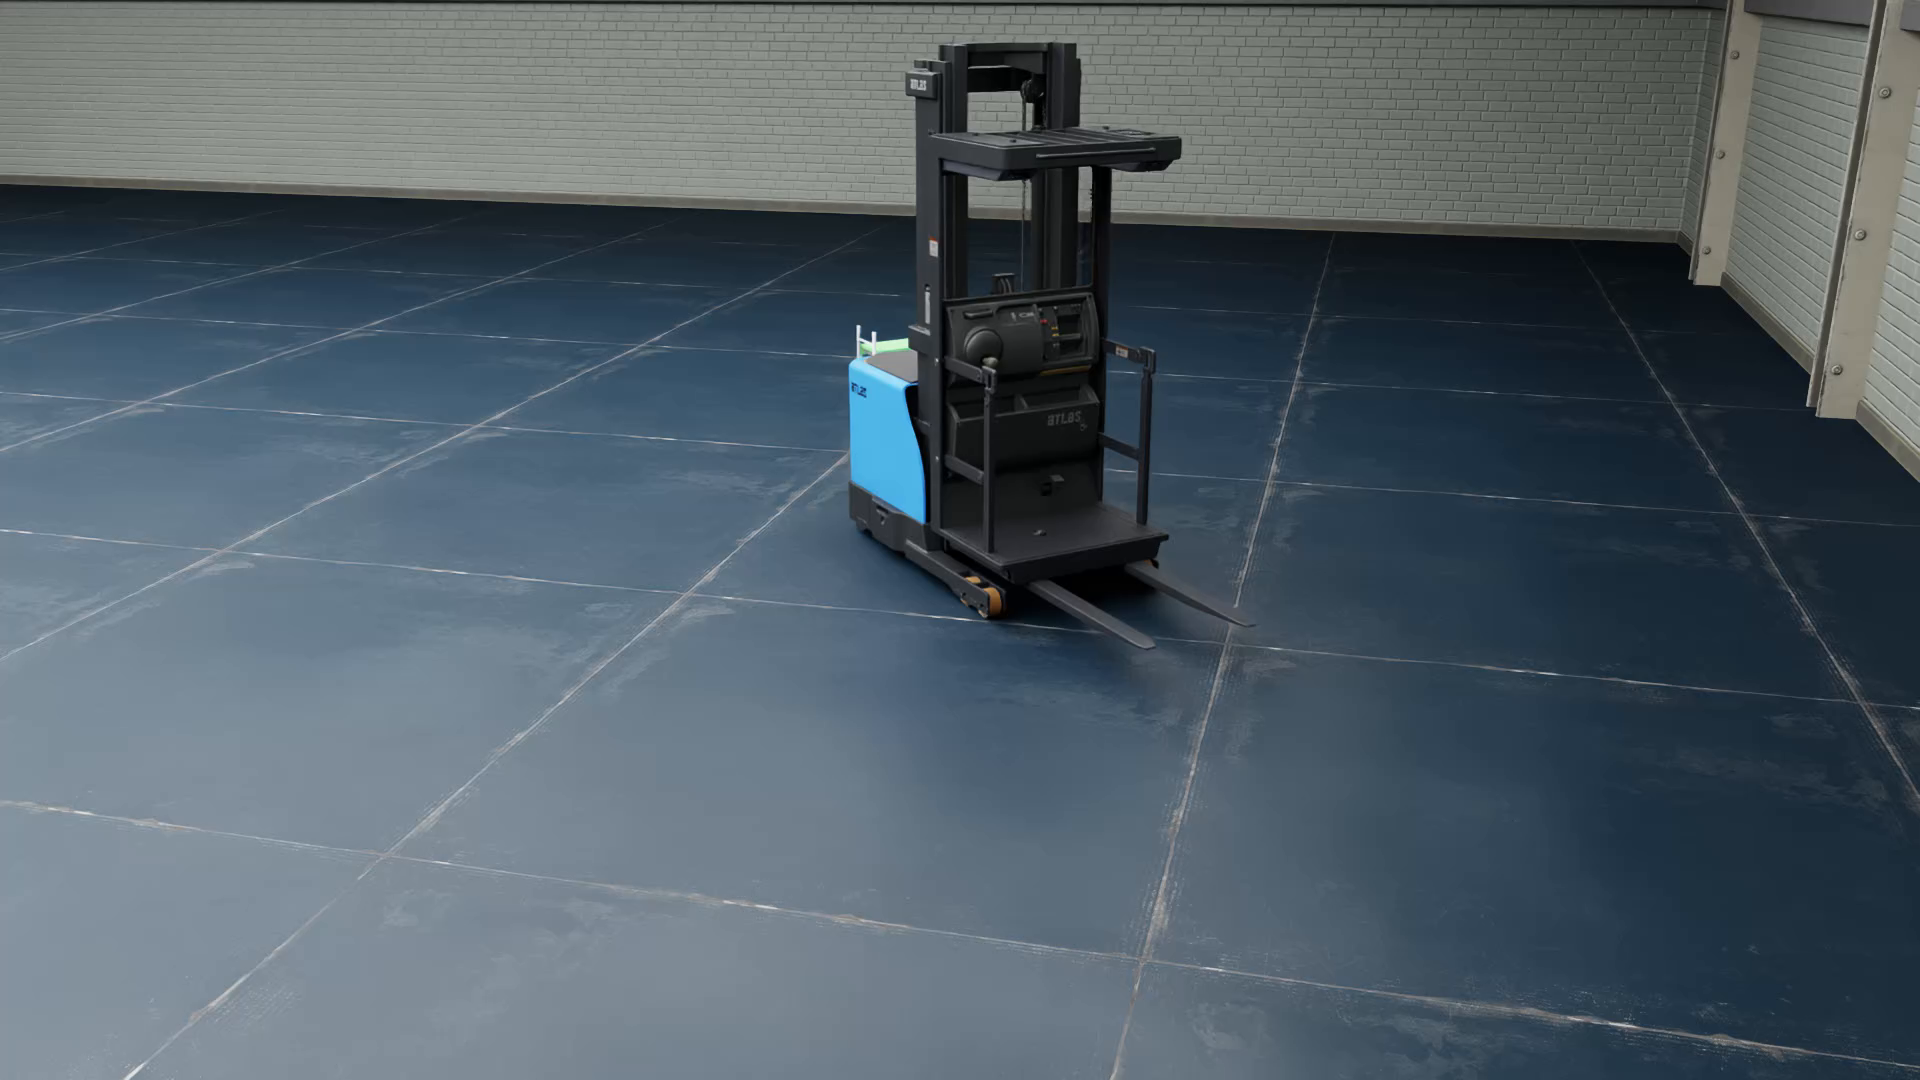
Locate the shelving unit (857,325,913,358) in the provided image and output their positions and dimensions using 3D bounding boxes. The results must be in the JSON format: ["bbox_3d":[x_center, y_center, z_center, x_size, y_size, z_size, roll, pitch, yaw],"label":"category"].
[{"bbox_3d":[-0.367,-0.780,10.616,0.503,1.200,0.258,-10,21,-28],"label":"shelving unit"}]

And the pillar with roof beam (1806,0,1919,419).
[{"bbox_3d":[2.726,-5.610,12.690,9.100,9.000,0.400,5,19,13],"label":"pillar with roof beam"}]

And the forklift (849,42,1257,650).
[{"bbox_3d":[0.459,-1.135,8.975,1.130,2.935,3.031,-10,21,-27],"label":"forklift"}]

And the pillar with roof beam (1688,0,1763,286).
[{"bbox_3d":[4.192,-7.491,18.196,9.100,9.000,0.400,5,19,13],"label":"pillar with roof beam"}]

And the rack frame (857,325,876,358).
[{"bbox_3d":[-0.580,-0.742,10.503,0.015,1.200,0.240,-10,21,-28],"label":"rack frame"}]

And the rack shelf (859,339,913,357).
[{"bbox_3d":[-0.367,-1.174,10.482,0.480,0.148,0.258,-10,21,-28],"label":"rack shelf"}]
